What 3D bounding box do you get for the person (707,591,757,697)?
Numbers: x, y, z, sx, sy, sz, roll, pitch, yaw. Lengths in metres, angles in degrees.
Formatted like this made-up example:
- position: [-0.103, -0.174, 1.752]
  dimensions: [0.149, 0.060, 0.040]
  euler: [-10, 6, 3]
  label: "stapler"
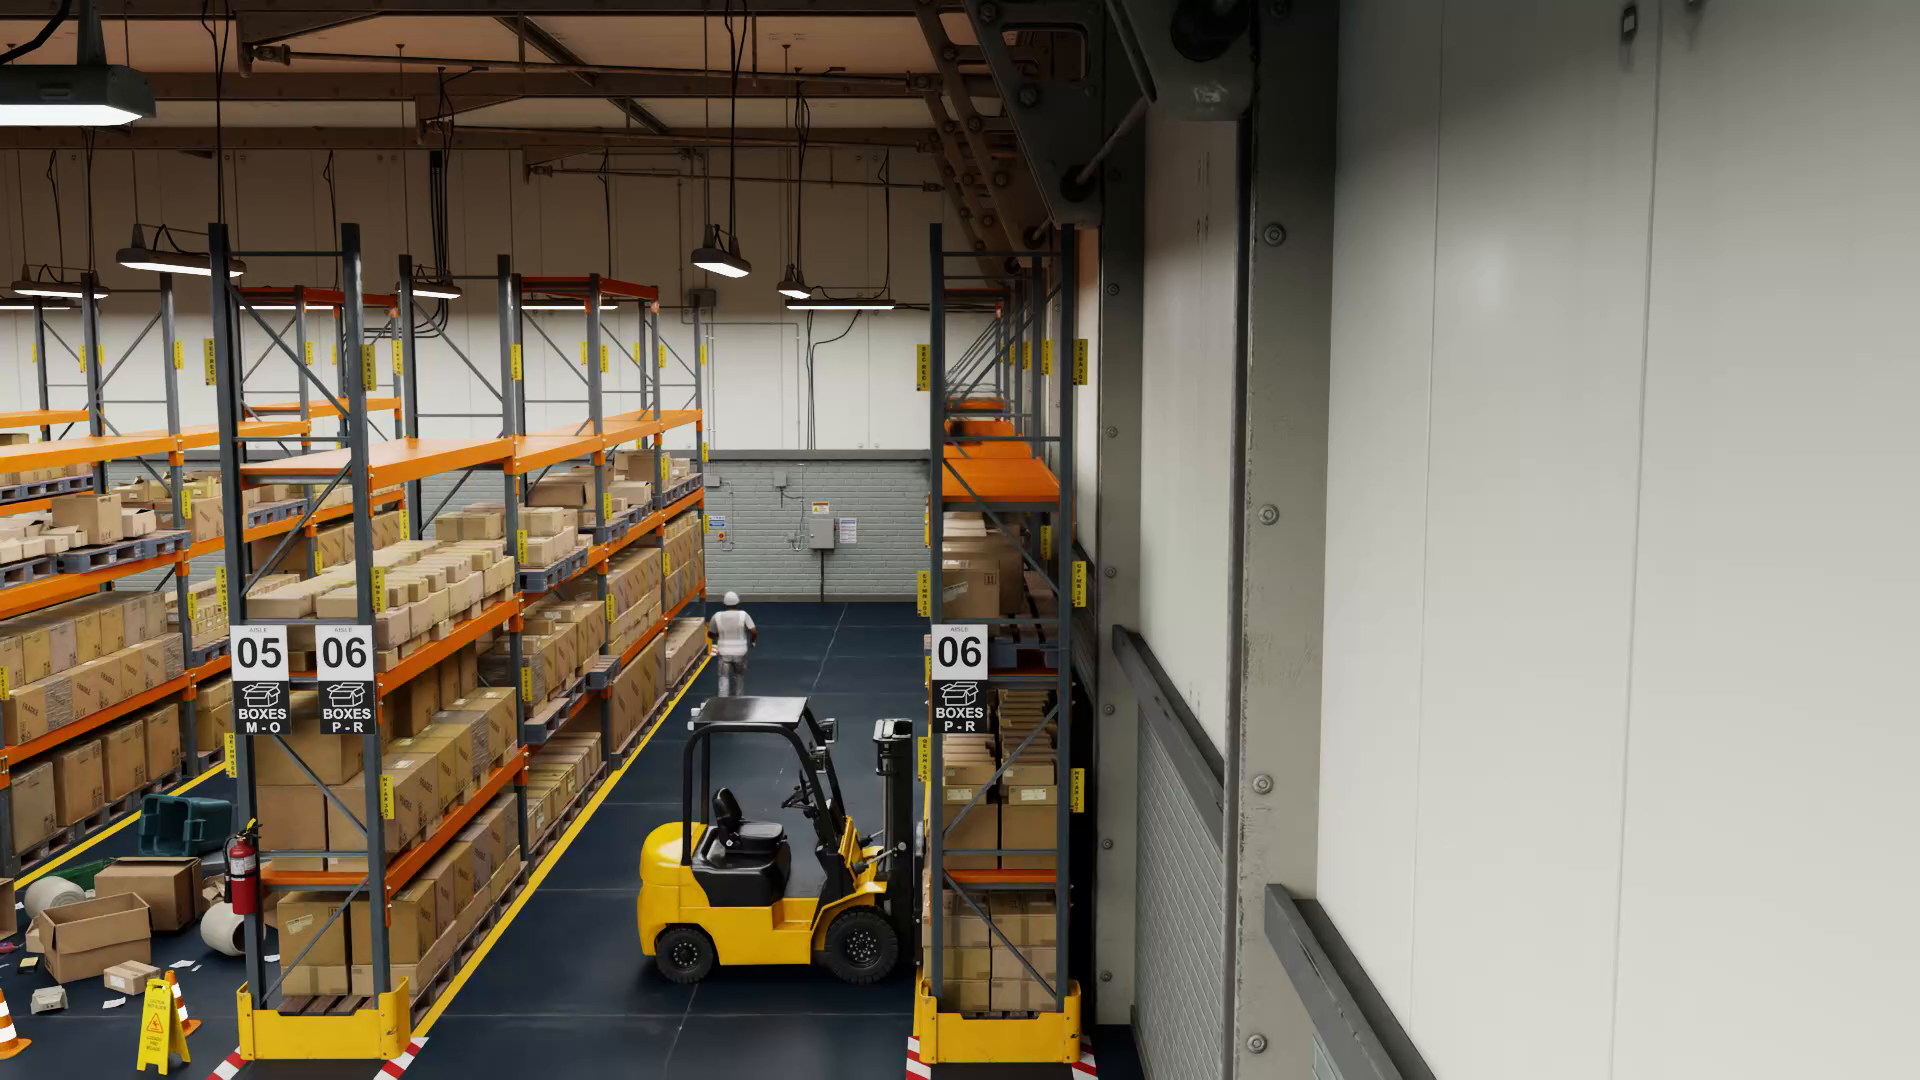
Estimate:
- position: [-3.183, 1.583, 23.274]
  dimensions: [0.698, 1.756, 0.886]
  euler: [-1, 7, -5]
  label: "person"
